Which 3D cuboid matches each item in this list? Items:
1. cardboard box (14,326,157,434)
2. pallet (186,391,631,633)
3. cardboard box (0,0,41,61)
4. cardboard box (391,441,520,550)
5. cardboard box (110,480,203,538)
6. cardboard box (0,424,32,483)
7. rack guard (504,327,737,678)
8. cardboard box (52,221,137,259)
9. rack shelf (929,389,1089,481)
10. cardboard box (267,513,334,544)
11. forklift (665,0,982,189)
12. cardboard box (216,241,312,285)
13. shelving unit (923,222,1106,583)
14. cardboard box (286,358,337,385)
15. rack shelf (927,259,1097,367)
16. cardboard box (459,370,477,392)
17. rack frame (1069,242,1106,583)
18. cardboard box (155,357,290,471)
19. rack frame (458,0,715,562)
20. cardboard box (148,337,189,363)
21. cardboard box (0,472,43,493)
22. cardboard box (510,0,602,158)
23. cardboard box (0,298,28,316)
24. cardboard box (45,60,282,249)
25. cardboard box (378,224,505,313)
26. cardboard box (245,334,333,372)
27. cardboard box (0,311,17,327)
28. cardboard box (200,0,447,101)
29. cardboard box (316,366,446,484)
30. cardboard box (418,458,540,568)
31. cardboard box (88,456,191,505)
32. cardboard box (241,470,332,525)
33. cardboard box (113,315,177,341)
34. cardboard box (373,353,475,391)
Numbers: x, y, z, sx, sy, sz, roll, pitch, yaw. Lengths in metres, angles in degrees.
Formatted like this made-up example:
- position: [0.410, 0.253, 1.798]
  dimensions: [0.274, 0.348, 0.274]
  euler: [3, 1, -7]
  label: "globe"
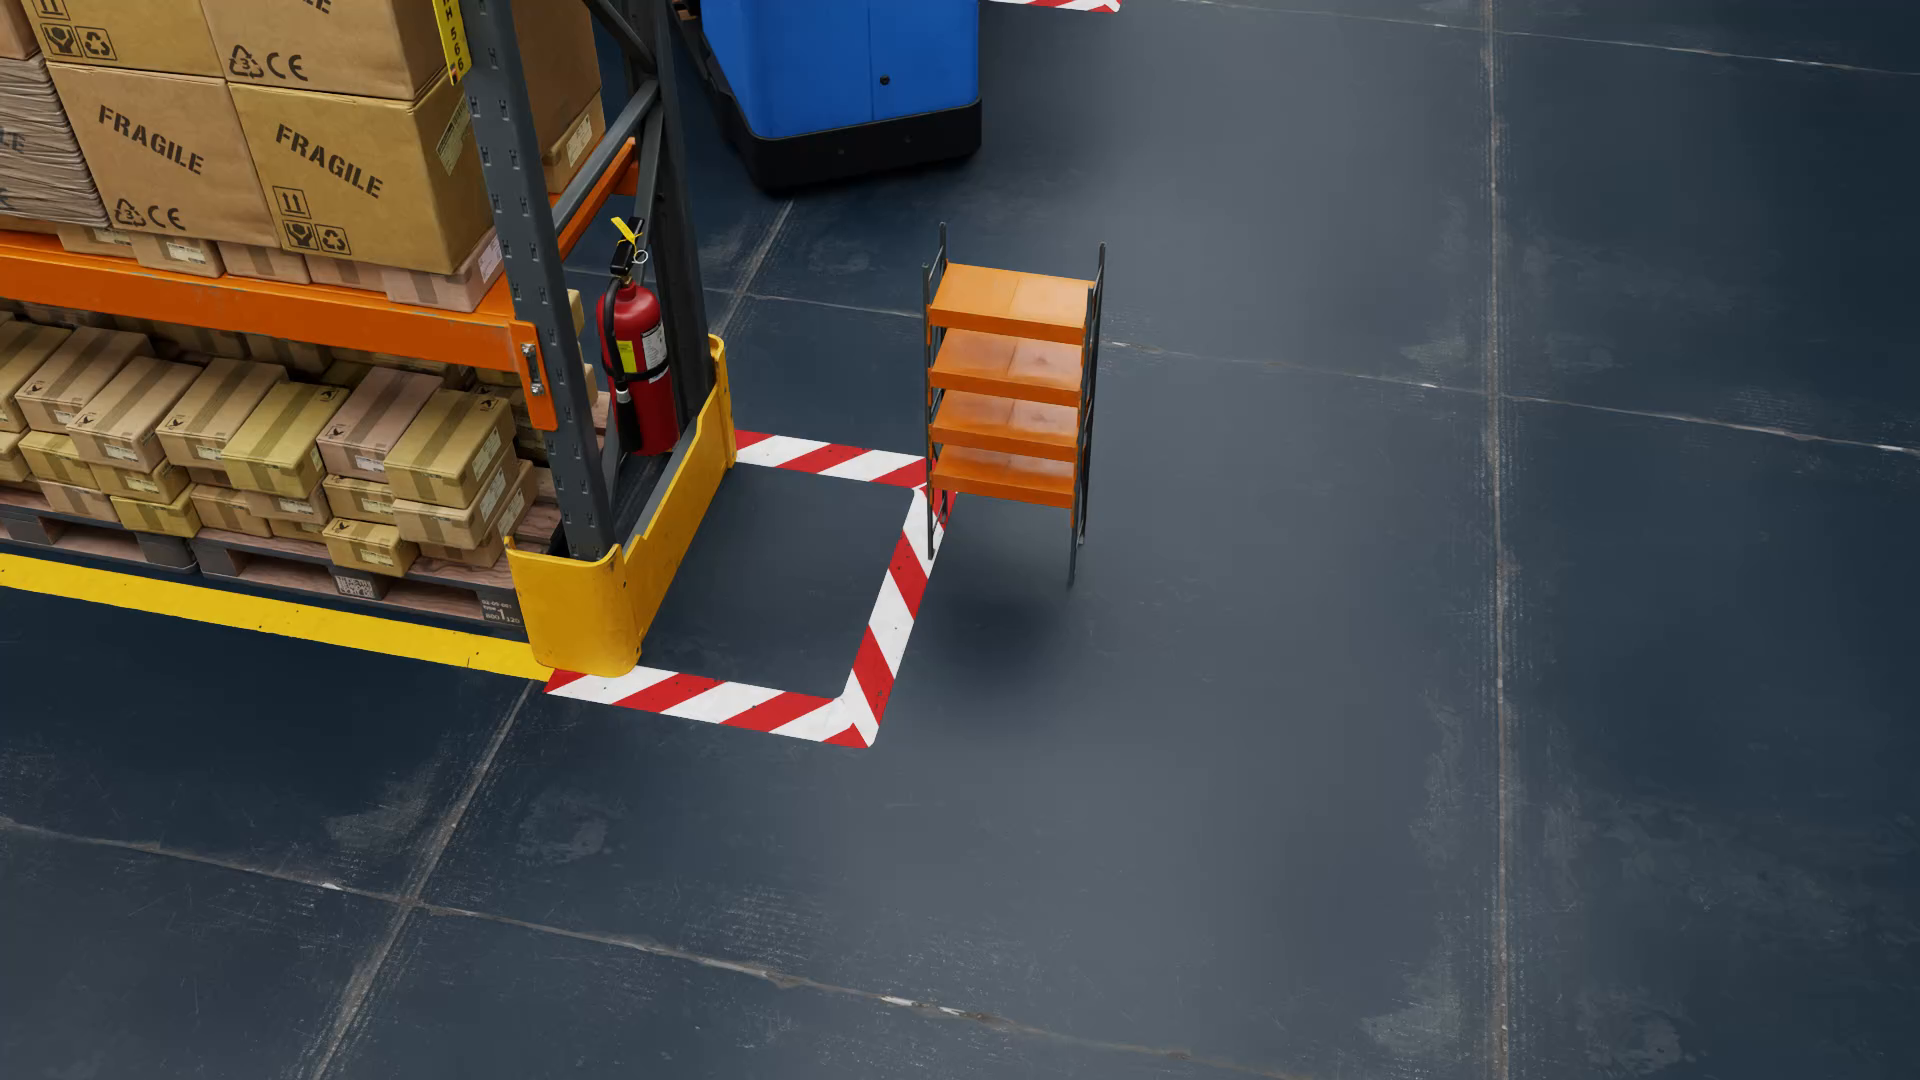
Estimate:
- position: [-2.853, -0.521, 5.452]
  dimensions: [0.250, 0.149, 0.380]
  euler: [7, 44, 8]
  label: "cardboard box"
- position: [-1.881, -0.197, 5.803]
  dimensions: [1.213, 0.211, 1.003]
  euler: [9, 45, 9]
  label: "pallet"
- position: [-2.527, -1.597, 4.239]
  dimensions: [0.500, 0.500, 0.500]
  euler: [11, 45, 11]
  label: "cardboard box"
- position: [-1.599, -0.162, 5.293]
  dimensions: [0.250, 0.149, 0.380]
  euler: [8, 44, 8]
  label: "cardboard box"
- position: [-2.600, -0.200, 5.547]
  dimensions: [0.250, 0.149, 0.380]
  euler: [7, 44, 7]
  label: "cardboard box"
- position: [-3.136, -0.383, 5.523]
  dimensions: [0.250, 0.149, 0.380]
  euler: [9, 45, 9]
  label: "cardboard box"
- position: [-1.096, -0.154, 5.550]
  dimensions: [0.348, 0.500, 1.175]
  euler: [9, 45, 9]
  label: "rack guard"
- position: [-2.389, -0.985, 4.791]
  dimensions: [0.250, 0.149, 0.380]
  euler: [7, 44, 7]
  label: "cardboard box"
- position: [0.162, -0.359, 5.354]
  dimensions: [0.480, 0.148, 0.258]
  euler: [9, 45, 9]
  label: "rack shelf"
- position: [-2.093, -0.175, 5.522]
  dimensions: [0.250, 0.149, 0.380]
  euler: [9, 45, 9]
  label: "cardboard box"
- position: [-0.864, -3.623, 7.400]
  dimensions: [1.130, 2.935, 3.031]
  euler: [-13, 46, -14]
  label: "forklift"
- position: [-1.884, -0.902, 4.705]
  dimensions: [0.250, 0.149, 0.380]
  euler: [8, 45, 9]
  label: "cardboard box"
- position: [0.162, -0.407, 5.308]
  dimensions: [0.503, 1.200, 0.258]
  euler: [9, 45, 9]
  label: "shelving unit"
- position: [-2.217, -0.697, 5.850]
  dimensions: [0.250, 0.149, 0.380]
  euler: [10, 45, 10]
  label: "cardboard box"
- position: [0.162, -0.690, 5.035]
  dimensions: [0.480, 0.148, 0.258]
  euler: [9, 45, 9]
  label: "rack shelf"
- position: [-1.732, -0.607, 5.757]
  dimensions: [0.250, 0.149, 0.380]
  euler: [9, 45, 9]
  label: "cardboard box"
- position: [0.400, -0.370, 5.269]
  dimensions: [0.015, 1.200, 0.240]
  euler: [9, 45, 9]
  label: "rack frame"
- position: [-2.346, -0.403, 5.329]
  dimensions: [0.250, 0.149, 0.380]
  euler: [7, 44, 7]
  label: "cardboard box"
- position: [-1.022, -1.043, 4.671]
  dimensions: [0.127, 3.000, 1.000]
  euler: [9, 45, 9]
  label: "rack frame"
- position: [-2.770, -0.686, 5.838]
  dimensions: [0.250, 0.149, 0.380]
  euler: [11, 45, 11]
  label: "cardboard box"
- position: [-3.092, -0.344, 5.697]
  dimensions: [0.250, 0.149, 0.380]
  euler: [10, 45, 10]
  label: "cardboard box"
- position: [-1.400, -1.442, 4.798]
  dimensions: [0.500, 0.500, 0.500]
  euler: [11, 45, 11]
  label: "cardboard box"
- position: [-3.233, -0.962, 5.910]
  dimensions: [0.250, 0.149, 0.380]
  euler: [7, 44, 8]
  label: "cardboard box"
- position: [-2.018, -1.162, 4.508]
  dimensions: [0.500, 0.500, 0.500]
  euler: [8, 45, 8]
  label: "cardboard box"
- position: [-1.402, -0.811, 4.611]
  dimensions: [0.250, 0.149, 0.380]
  euler: [9, 45, 9]
  label: "cardboard box"
- position: [-2.233, -0.758, 5.698]
  dimensions: [0.250, 0.149, 0.380]
  euler: [7, 44, 7]
  label: "cardboard box"
- position: [-3.347, -0.605, 5.540]
  dimensions: [0.250, 0.149, 0.380]
  euler: [7, 44, 7]
  label: "cardboard box"
- position: [-1.523, -1.448, 4.084]
  dimensions: [0.500, 0.500, 0.500]
  euler: [8, 44, 8]
  label: "cardboard box"
- position: [-1.827, -0.367, 5.293]
  dimensions: [0.250, 0.149, 0.380]
  euler: [10, 45, 10]
  label: "cardboard box"
- position: [-1.581, -0.106, 5.450]
  dimensions: [0.250, 0.149, 0.380]
  euler: [10, 45, 10]
  label: "cardboard box"
- position: [-2.615, -0.309, 5.446]
  dimensions: [0.250, 0.149, 0.380]
  euler: [9, 45, 10]
  label: "cardboard box"
- position: [-2.107, -0.239, 5.374]
  dimensions: [0.250, 0.149, 0.380]
  euler: [7, 44, 7]
  label: "cardboard box"
- position: [-2.748, -0.877, 5.822]
  dimensions: [0.250, 0.149, 0.380]
  euler: [9, 45, 10]
  label: "cardboard box"
- position: [-1.755, -0.652, 5.588]
  dimensions: [0.250, 0.149, 0.380]
  euler: [10, 45, 10]
  label: "cardboard box"
